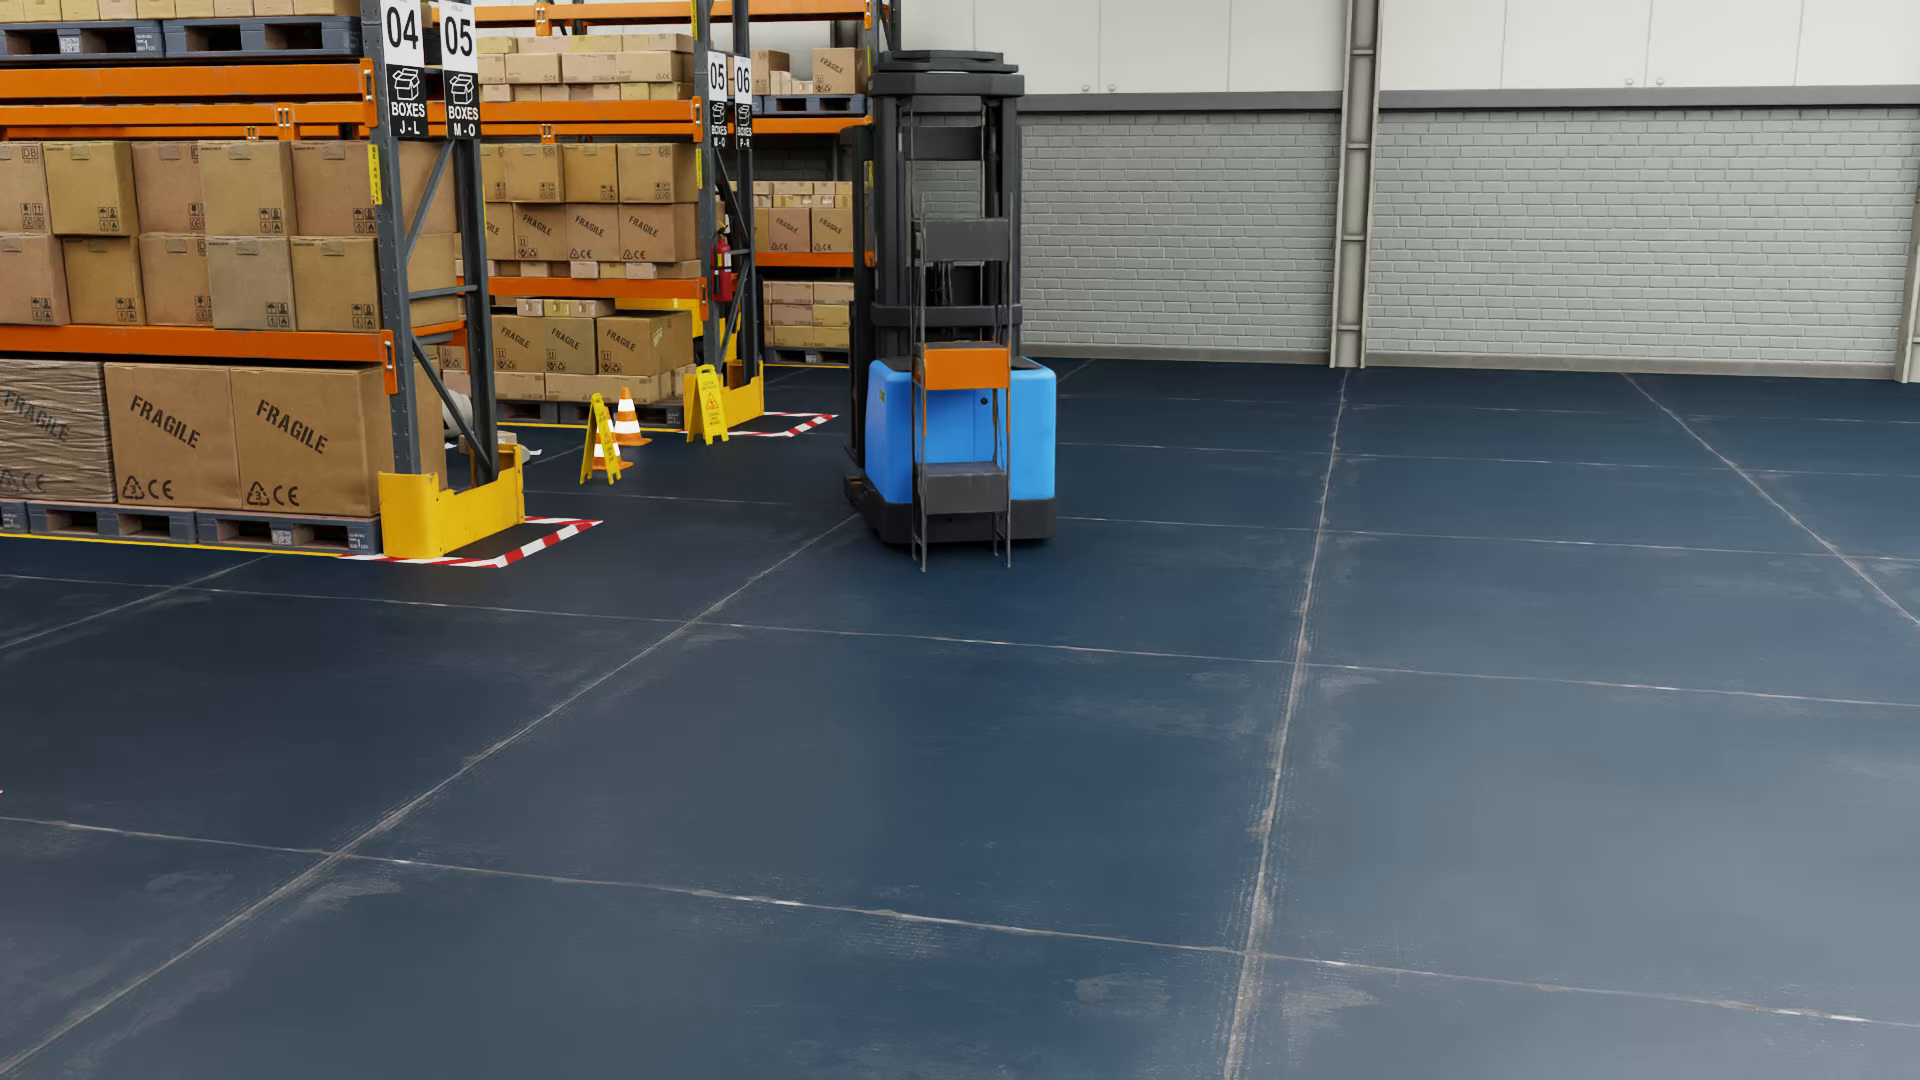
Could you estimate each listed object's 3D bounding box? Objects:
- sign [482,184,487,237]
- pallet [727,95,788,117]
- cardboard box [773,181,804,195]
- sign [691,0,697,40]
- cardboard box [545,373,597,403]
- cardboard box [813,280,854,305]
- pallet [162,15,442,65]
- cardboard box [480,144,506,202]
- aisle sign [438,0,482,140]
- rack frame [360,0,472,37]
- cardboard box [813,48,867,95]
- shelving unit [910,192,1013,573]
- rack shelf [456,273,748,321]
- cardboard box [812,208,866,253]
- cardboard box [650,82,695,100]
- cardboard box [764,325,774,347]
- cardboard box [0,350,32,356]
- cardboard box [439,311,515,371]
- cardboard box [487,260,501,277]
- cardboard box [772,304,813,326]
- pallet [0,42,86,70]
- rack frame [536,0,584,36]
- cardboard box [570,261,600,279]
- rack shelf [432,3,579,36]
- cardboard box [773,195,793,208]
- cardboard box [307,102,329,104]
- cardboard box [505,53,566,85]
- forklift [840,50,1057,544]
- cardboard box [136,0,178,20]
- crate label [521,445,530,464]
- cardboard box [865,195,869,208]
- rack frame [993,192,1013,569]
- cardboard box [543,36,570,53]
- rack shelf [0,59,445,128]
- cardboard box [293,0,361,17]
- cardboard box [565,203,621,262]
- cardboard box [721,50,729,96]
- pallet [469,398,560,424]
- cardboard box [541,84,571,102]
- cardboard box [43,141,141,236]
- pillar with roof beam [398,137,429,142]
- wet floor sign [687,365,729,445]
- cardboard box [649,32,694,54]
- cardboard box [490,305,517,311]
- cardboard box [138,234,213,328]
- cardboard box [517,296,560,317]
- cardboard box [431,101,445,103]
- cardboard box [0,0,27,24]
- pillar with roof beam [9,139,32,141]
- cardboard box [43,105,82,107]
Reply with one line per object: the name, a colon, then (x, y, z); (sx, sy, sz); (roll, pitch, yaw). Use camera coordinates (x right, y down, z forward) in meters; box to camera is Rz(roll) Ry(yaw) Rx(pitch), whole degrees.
sign: (-2.995, -2.058, 10.404); (0.005, 0.325, 0.100); (3, 13, 14)
pallet: (-2.729, -5.097, 19.561); (1.213, 0.211, 1.003); (3, 13, 14)
cardboard box: (-1.990, -4.098, 19.366); (0.250, 0.149, 0.380); (3, 13, 14)
sign: (-2.199, -4.308, 13.755); (0.005, 0.325, 0.100); (3, 13, 14)
cardboard box: (-3.397, -1.403, 15.012); (0.500, 0.250, 0.500); (3, 13, 14)
cardboard box: (-1.383, -2.880, 19.359); (0.500, 0.250, 0.500); (4, 13, 15)
pallet: (-3.857, -2.938, 9.830); (1.213, 0.211, 1.003); (3, 13, 14)
cardboard box: (-4.055, -3.277, 14.854); (0.500, 0.500, 0.700); (3, 13, 13)
aisle sign: (-2.994, -2.809, 9.968); (0.004, 0.787, 0.394); (3, 13, 14)
rack frame: (-3.134, -4.409, 9.332); (0.127, 3.000, 1.000); (3, 13, 14)
cardboard box: (-1.349, -5.309, 18.883); (0.500, 0.500, 0.500); (3, 13, 15)
shelving unit: (0.002, -0.890, 9.397); (0.503, 2.100, 0.431); (-2, 13, -10)
rack shelf: (-3.988, -2.279, 15.243); (4.000, 0.370, 1.077); (3, 13, 14)
cardboard box: (-1.401, -3.590, 19.258); (0.500, 0.500, 0.500); (3, 13, 12)
cardboard box: (-2.460, -3.828, 14.218); (0.250, 0.149, 0.380); (3, 13, 14)
cardboard box: (-2.357, -2.447, 19.716); (0.500, 0.250, 0.500); (3, 13, 14)
cardboard box: (-6.424, -0.809, 10.889); (0.875, 0.875, 0.875); (3, 13, 14)
cardboard box: (-4.396, -1.823, 15.173); (0.500, 0.500, 0.500); (4, 13, 16)
cardboard box: (-4.210, -2.452, 14.942); (0.250, 0.149, 0.380); (3, 13, 13)
cardboard box: (-1.893, -2.665, 19.546); (0.500, 0.250, 0.500); (3, 13, 13)
pallet: (-6.226, -3.065, 10.401); (1.213, 0.211, 1.003); (3, 13, 14)
rack frame: (-4.744, -6.707, 19.689); (0.127, 3.000, 1.000); (3, 13, 14)
cardboard box: (-3.234, -2.393, 14.675); (0.250, 0.149, 0.380); (3, 13, 15)
rack shelf: (-6.686, -6.264, 20.278); (4.000, 0.370, 1.077); (3, 13, 14)
cardboard box: (-1.995, -3.944, 19.356); (0.250, 0.149, 0.380); (3, 13, 13)
cardboard box: (-5.683, -4.008, 15.027); (0.250, 0.149, 0.380); (3, 13, 13)
cardboard box: (-3.601, -4.085, 14.456); (0.500, 0.250, 0.500); (3, 13, 15)
forklift: (-0.193, -1.676, 11.020); (1.130, 2.935, 3.031); (-2, 13, -10)
cardboard box: (-4.527, -3.075, 9.622); (0.250, 0.149, 0.380); (3, 13, 13)
crate label: (-3.487, -0.657, 12.879); (0.298, 0.136, 0.250); (-4, 13, -16)
cardboard box: (-1.128, -4.008, 19.647); (0.250, 0.149, 0.380); (3, 13, 12)
rack frame: (0.242, -0.900, 9.441); (0.015, 2.100, 0.400); (-2, 13, -10)
cardboard box: (-3.409, -4.282, 14.424); (0.250, 0.149, 0.380); (3, 13, 14)
rack shelf: (-5.076, -2.698, 10.203); (4.000, 0.370, 1.077); (3, 13, 14)
cardboard box: (-3.538, -3.022, 9.384); (0.250, 0.149, 0.380); (3, 13, 13)
cardboard box: (-3.124, -2.718, 14.641); (0.500, 0.500, 0.500); (3, 13, 14)
cardboard box: (-2.878, -5.424, 19.390); (0.637, 0.503, 0.797); (3, 13, 15)
pallet: (-4.081, -1.283, 15.528); (1.213, 0.211, 1.003); (3, 13, 14)
cardboard box: (-3.442, -3.885, 14.475); (0.250, 0.149, 0.380); (3, 13, 13)
cardboard box: (-5.098, -2.175, 10.274); (0.500, 0.550, 0.875); (3, 13, 14)
pillar with roof beam: (-8.177, -6.131, 17.093); (0.400, 9.000, 9.100); (3, 13, 14)
wet floor sign: (-2.118, -1.142, 13.894); (0.232, 0.644, 0.267); (8, 15, 33)
cardboard box: (-2.446, -4.213, 14.112); (0.250, 0.149, 0.380); (3, 13, 14)
cardboard box: (-4.301, -1.937, 15.684); (0.500, 0.500, 0.500); (4, 13, 17)
cardboard box: (-4.558, -1.643, 10.367); (0.550, 0.550, 0.875); (3, 13, 14)
cardboard box: (-3.758, -2.092, 14.885); (0.250, 0.149, 0.380); (4, 13, 16)
cardboard box: (-4.455, -3.923, 14.645); (0.250, 0.149, 0.380); (3, 13, 12)
cardboard box: (-5.509, -3.128, 9.860); (0.250, 0.149, 0.380); (3, 13, 14)
pillar with roof beam: (-14.003, -6.443, 18.497); (0.400, 9.000, 9.100); (3, 13, 14)
cardboard box: (-8.326, -4.384, 15.903); (0.637, 0.503, 0.797); (3, 13, 14)
